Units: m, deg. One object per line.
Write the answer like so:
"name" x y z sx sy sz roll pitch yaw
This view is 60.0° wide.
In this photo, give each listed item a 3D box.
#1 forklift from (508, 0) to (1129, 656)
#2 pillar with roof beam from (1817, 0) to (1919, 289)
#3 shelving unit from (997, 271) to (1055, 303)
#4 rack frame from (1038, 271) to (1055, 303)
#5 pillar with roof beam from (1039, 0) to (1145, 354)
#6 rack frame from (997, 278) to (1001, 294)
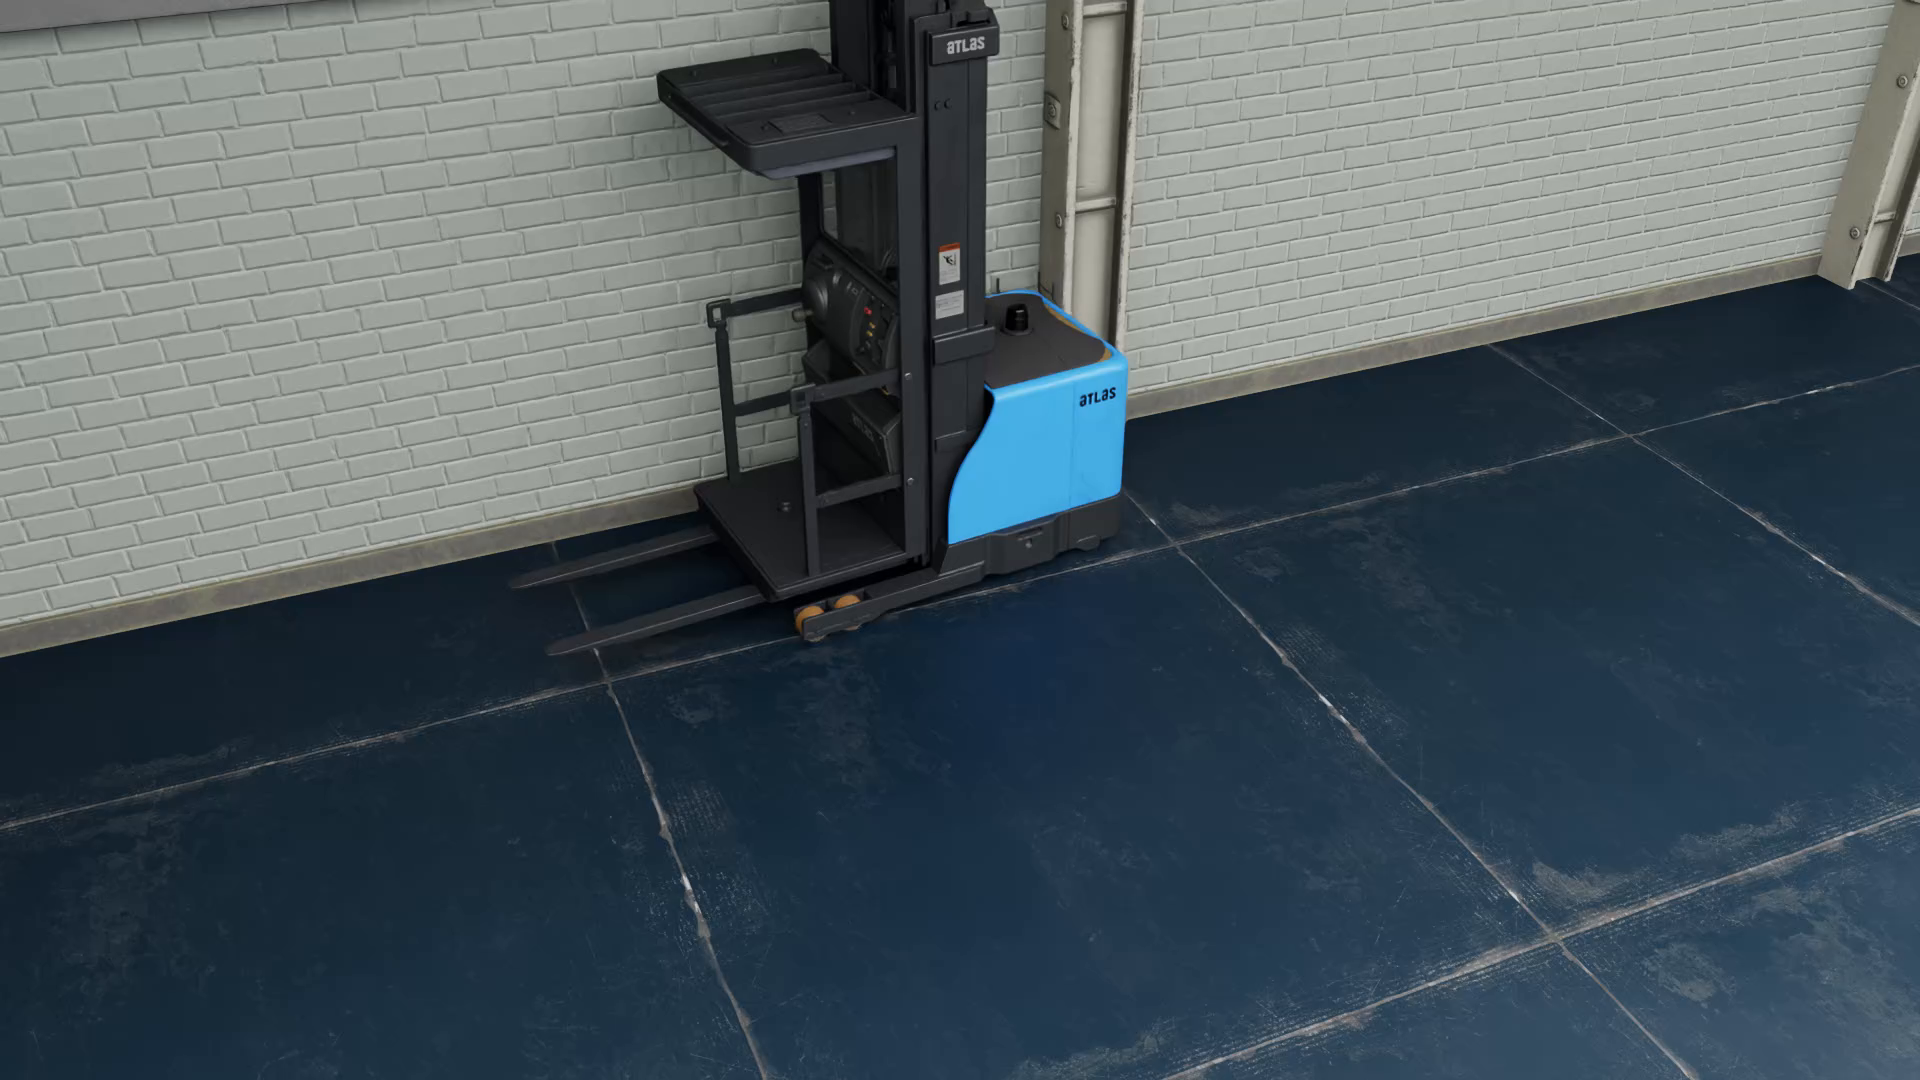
"forklift" -0.696 -1.071 7.709 3.031 2.935 1.130 -16 37 -24
"pillar with roof beam" 7.870 -3.443 5.790 0.400 9.000 9.100 -13 35 -19
"shelving unit" 0.363 -0.949 9.251 0.252 1.050 0.215 -13 33 -19
"rack frame" 0.476 -0.975 9.290 0.008 1.050 0.200 -13 33 -19
"pillar with roof beam" 2.338 -2.176 3.843 0.400 9.000 9.100 -13 35 -19
"rack frame" 0.250 -0.923 9.212 0.008 1.050 0.200 -13 33 -19
